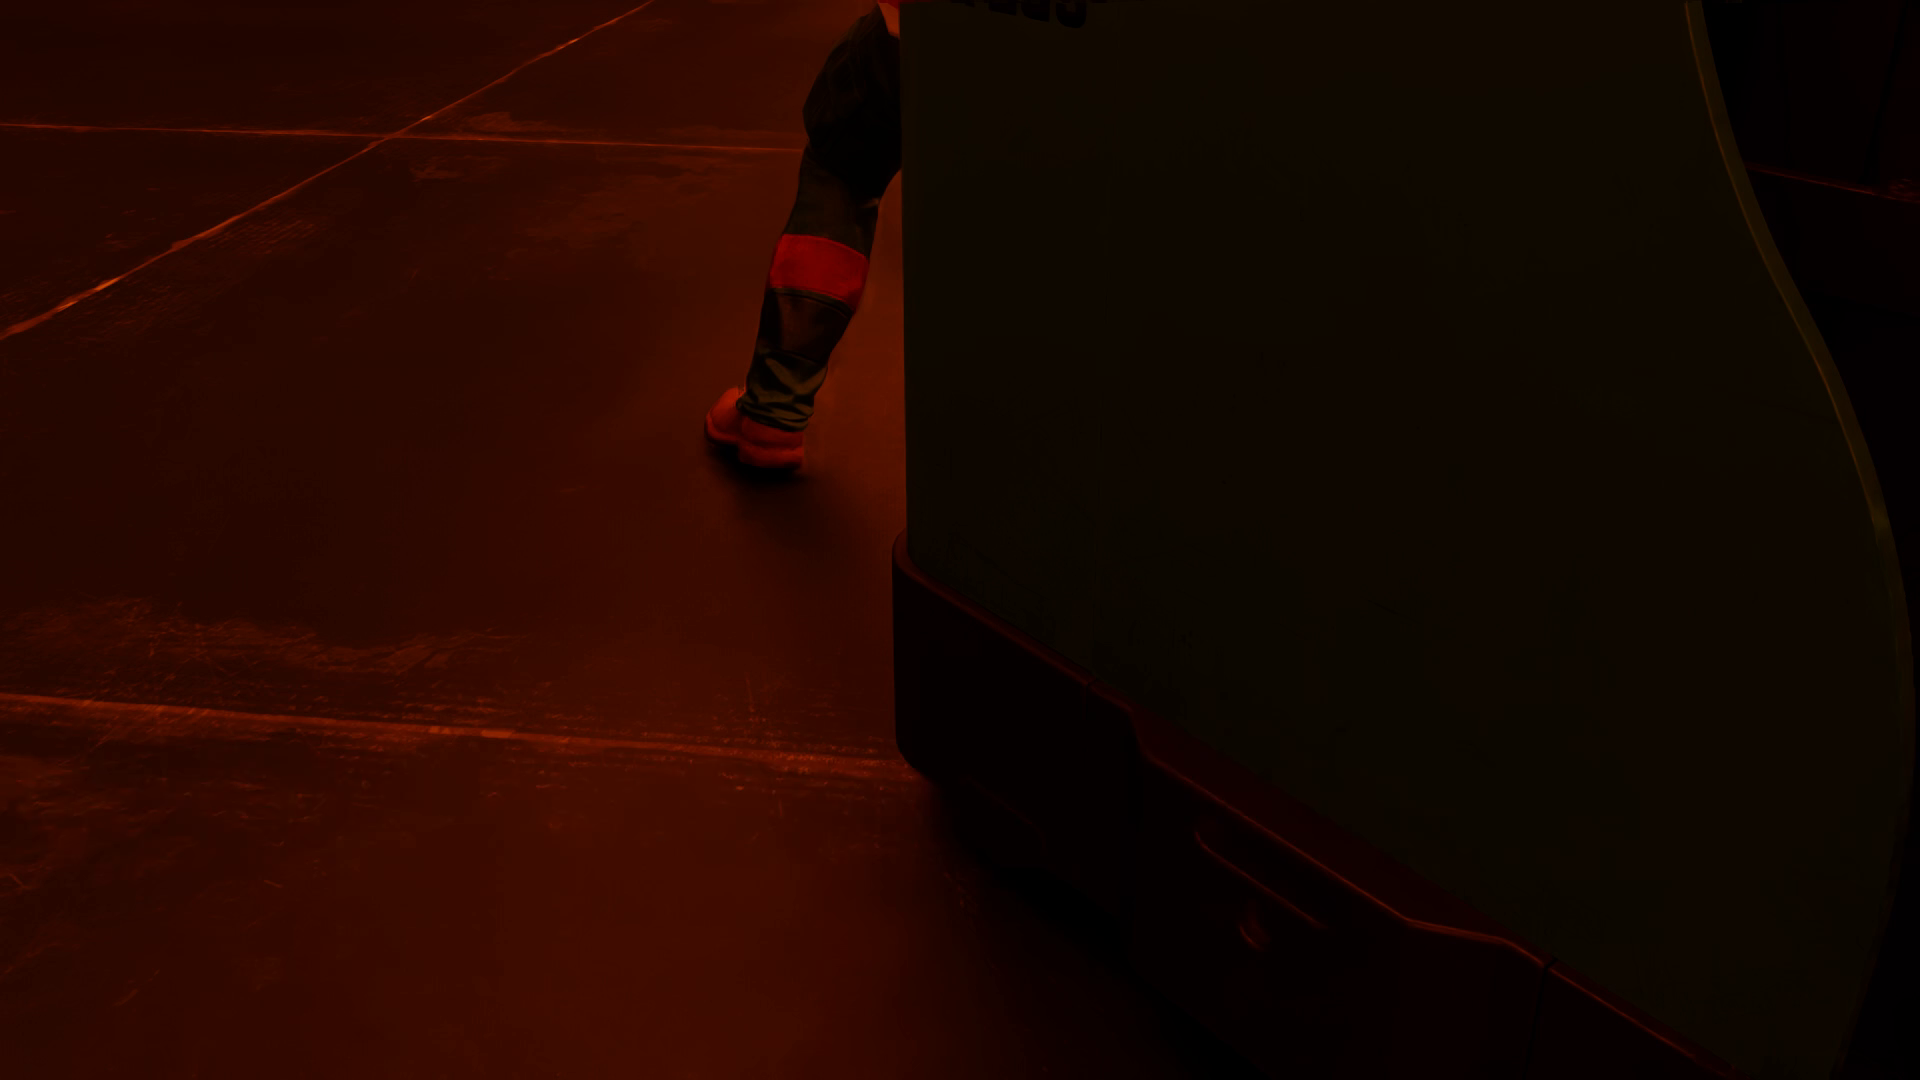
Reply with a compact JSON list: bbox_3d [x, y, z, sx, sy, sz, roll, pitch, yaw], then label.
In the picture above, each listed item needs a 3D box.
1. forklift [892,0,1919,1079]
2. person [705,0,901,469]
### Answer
[{"bbox_3d":[1.229,-0.644,0.508,1.130,2.935,3.031,-19,32,-33],"label":"forklift"},{"bbox_3d":[0.063,-0.948,2.679,0.967,1.555,1.000,2,27,4],"label":"person"}]
